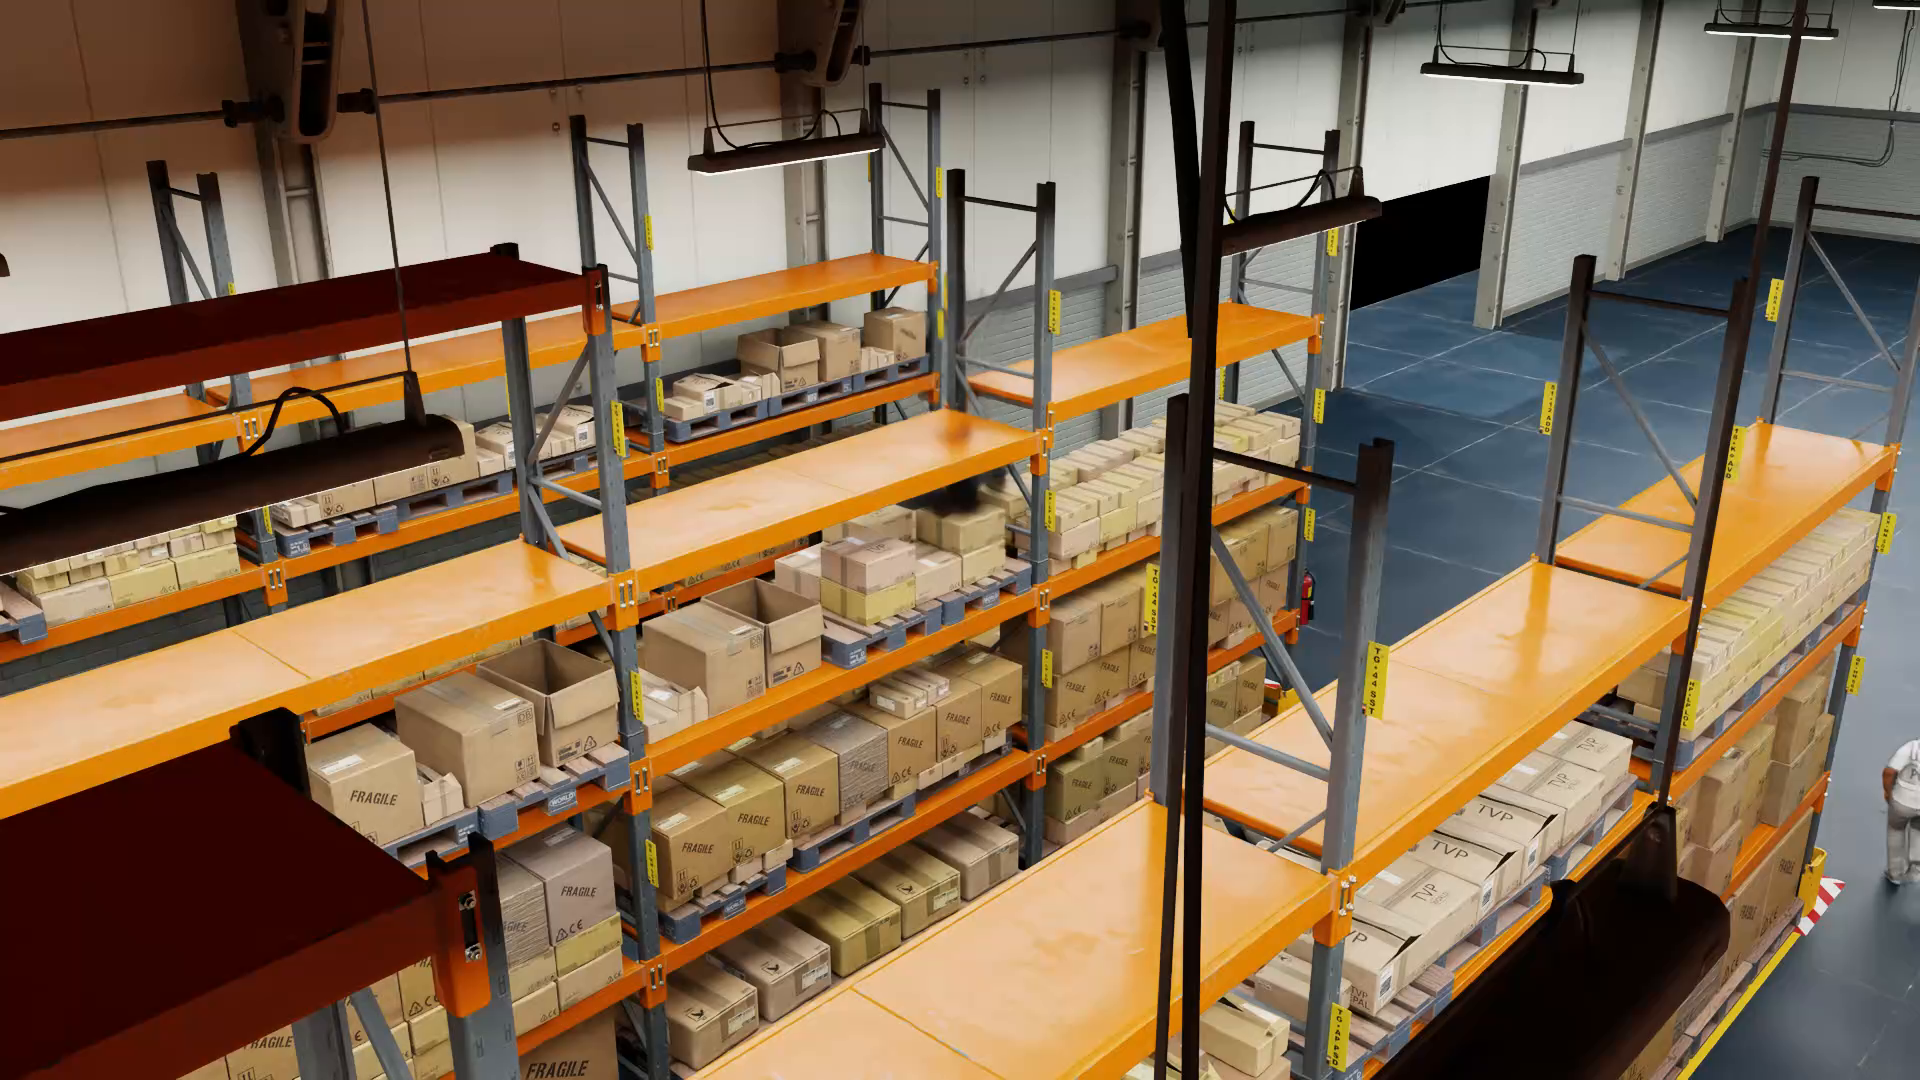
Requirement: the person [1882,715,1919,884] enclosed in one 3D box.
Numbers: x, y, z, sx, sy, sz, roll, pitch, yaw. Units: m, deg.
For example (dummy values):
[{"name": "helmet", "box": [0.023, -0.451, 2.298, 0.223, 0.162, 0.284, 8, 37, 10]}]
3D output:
[{"name": "person", "box": [8.111, 2.225, 14.078, 0.639, 1.637, 0.532, 8, 23, 19]}]
